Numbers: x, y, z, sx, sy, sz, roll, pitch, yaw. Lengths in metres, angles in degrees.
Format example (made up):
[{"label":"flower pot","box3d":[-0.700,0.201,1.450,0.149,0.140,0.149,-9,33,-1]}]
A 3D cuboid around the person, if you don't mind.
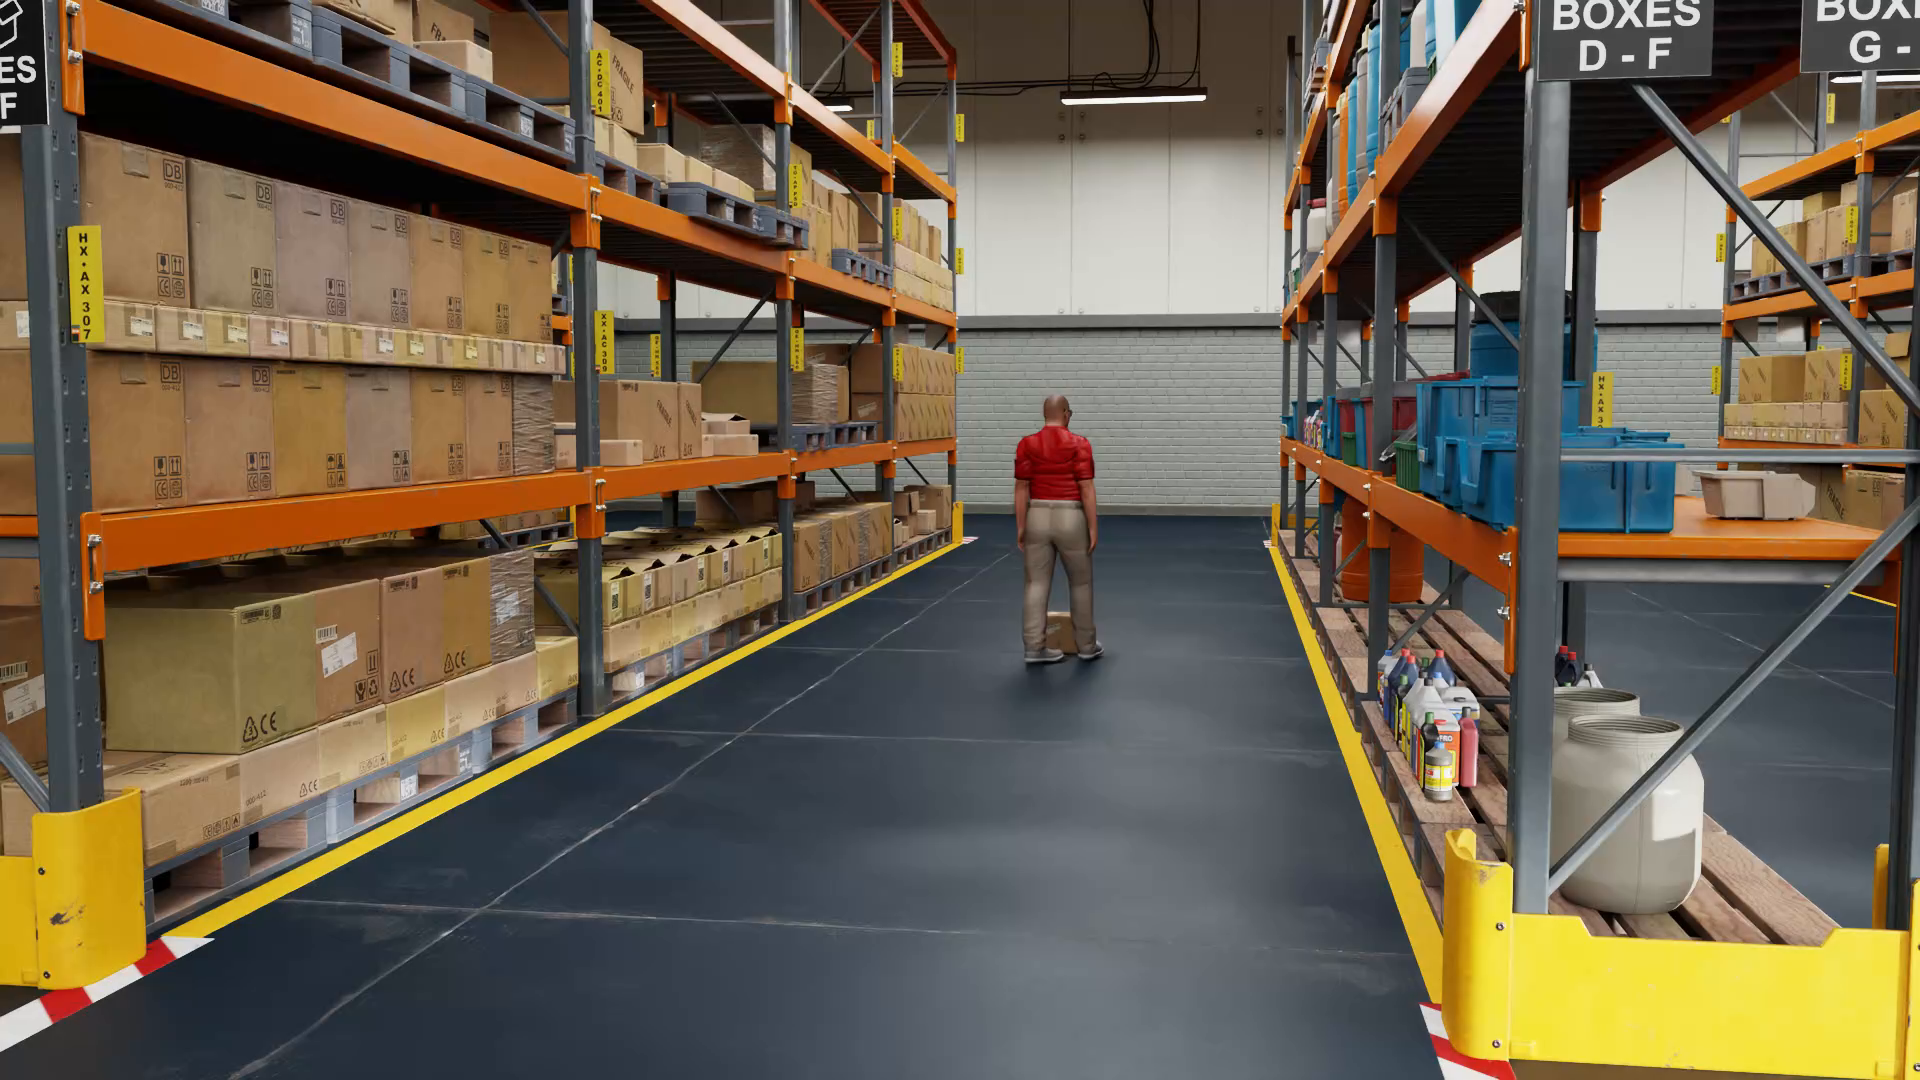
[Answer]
[{"label":"person","box3d":[0.654,-0.085,10.772,0.541,1.719,0.620,2,5,19]}]
